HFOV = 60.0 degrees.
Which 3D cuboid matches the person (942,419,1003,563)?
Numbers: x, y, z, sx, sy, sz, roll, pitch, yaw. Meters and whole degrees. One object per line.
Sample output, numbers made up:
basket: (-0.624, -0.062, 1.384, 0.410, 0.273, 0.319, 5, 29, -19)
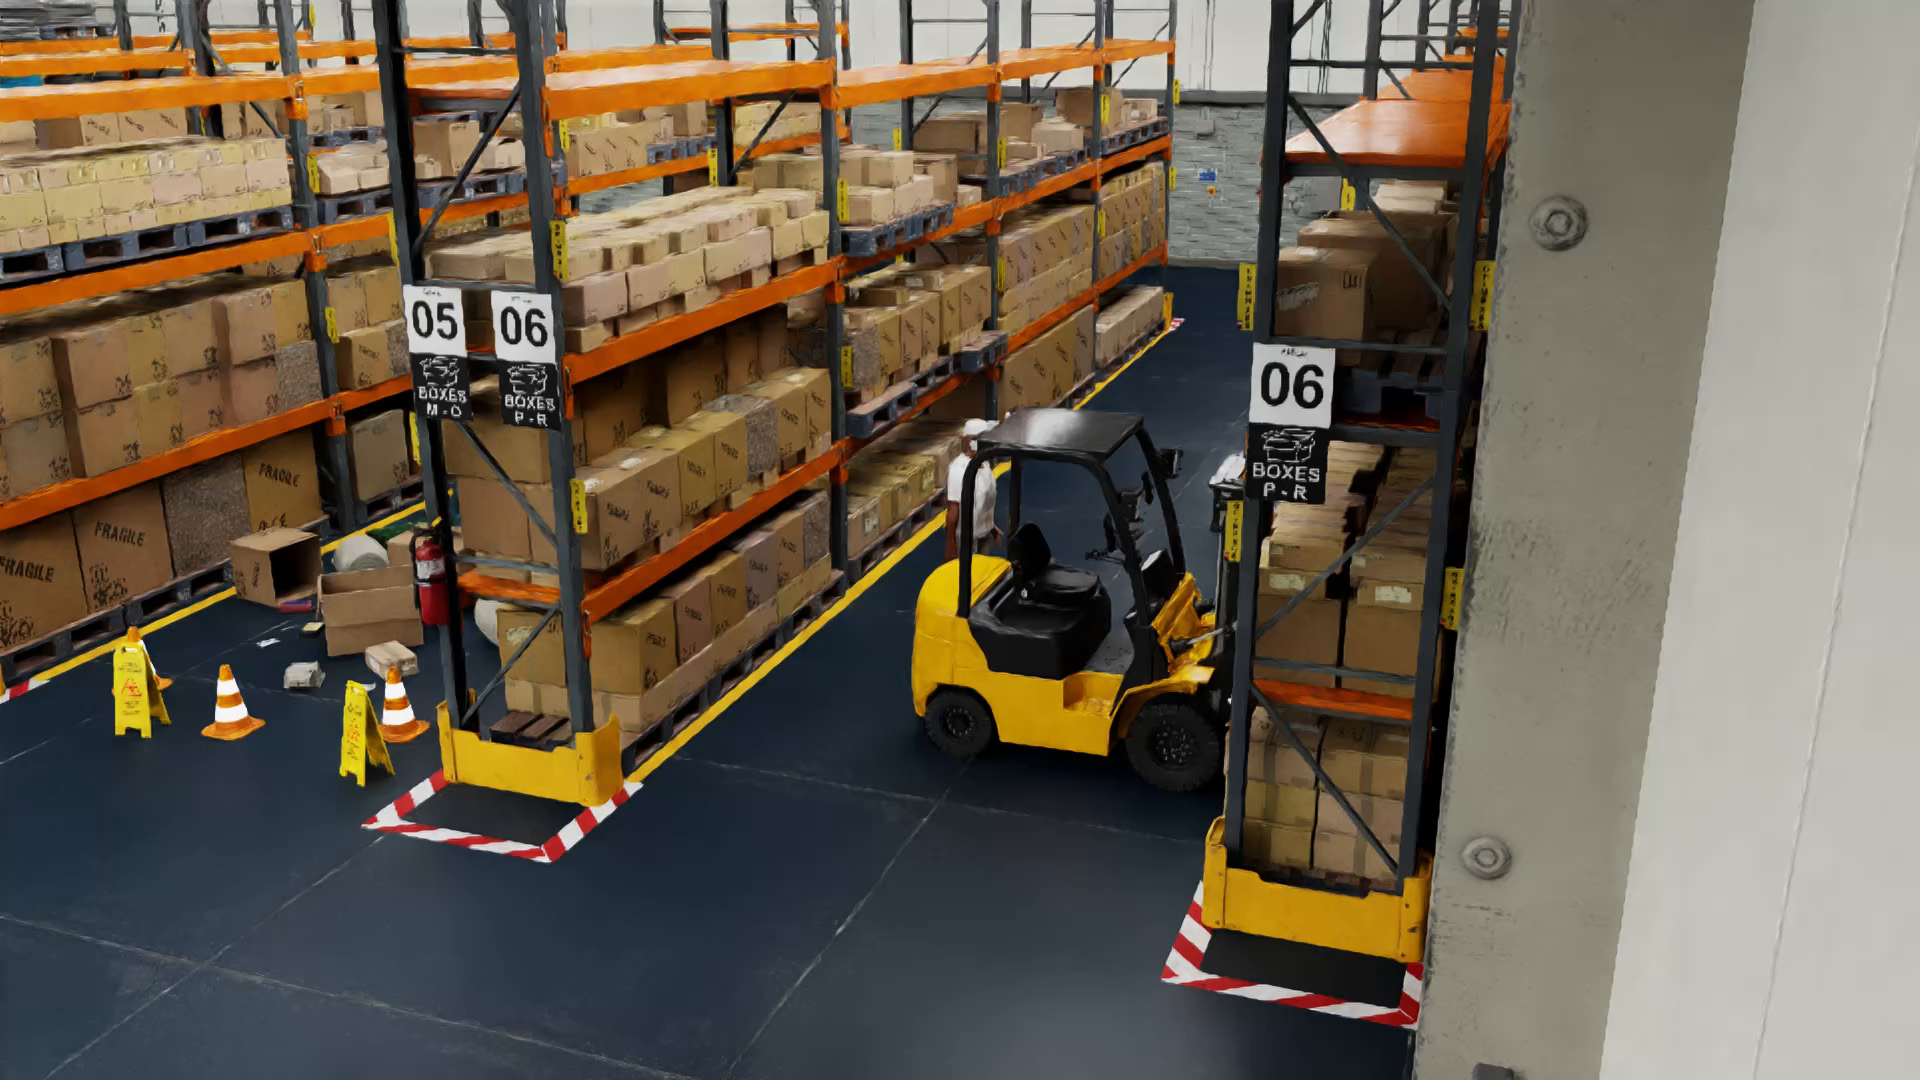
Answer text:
person: (0.122, -0.029, 12.649, 0.555, 1.768, 0.683, 10, 21, 28)
